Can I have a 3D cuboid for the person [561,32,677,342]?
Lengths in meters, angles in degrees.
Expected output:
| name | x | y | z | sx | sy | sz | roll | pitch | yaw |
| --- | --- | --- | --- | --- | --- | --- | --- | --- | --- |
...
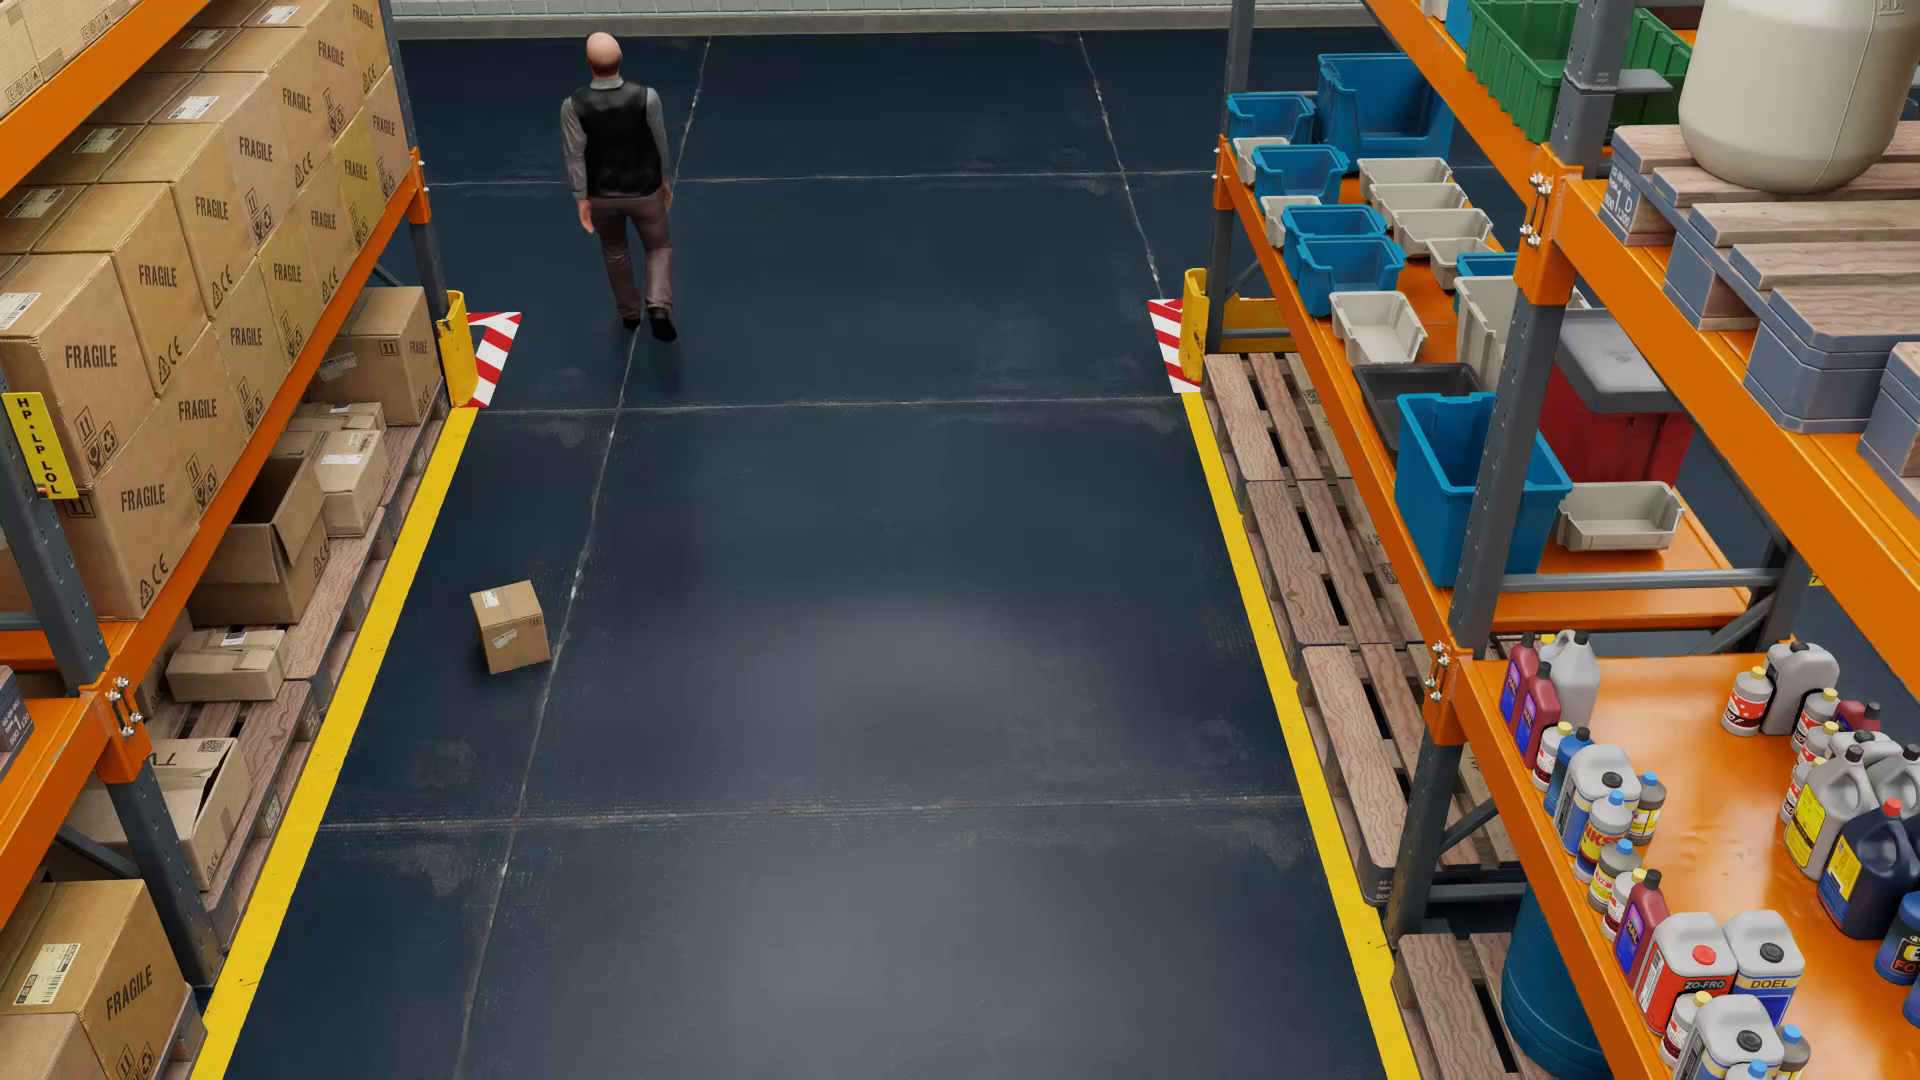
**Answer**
| name | x | y | z | sx | sy | sz | roll | pitch | yaw |
| --- | --- | --- | --- | --- | --- | --- | --- | --- | --- |
| person | -1.785 | -1.839 | 8.778 | 0.531 | 1.693 | 0.773 | -6 | 35 | -8 |
